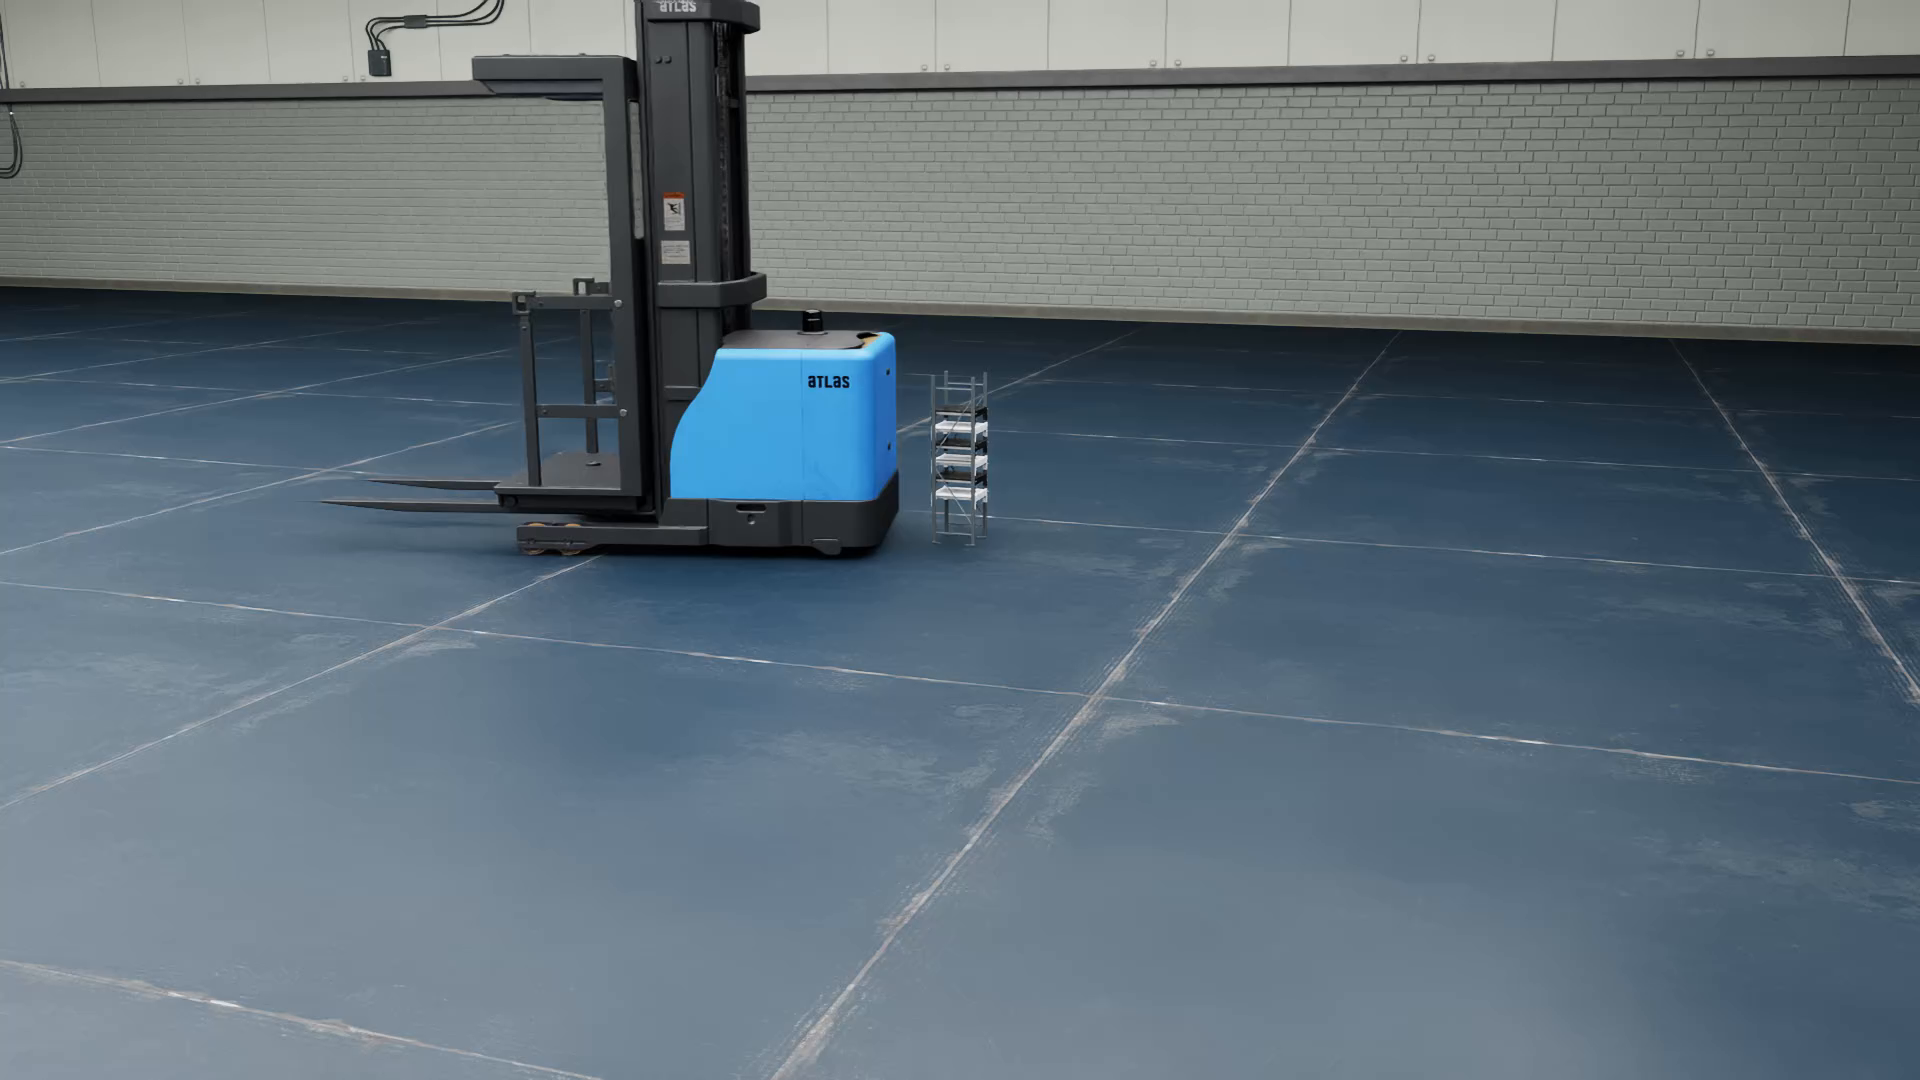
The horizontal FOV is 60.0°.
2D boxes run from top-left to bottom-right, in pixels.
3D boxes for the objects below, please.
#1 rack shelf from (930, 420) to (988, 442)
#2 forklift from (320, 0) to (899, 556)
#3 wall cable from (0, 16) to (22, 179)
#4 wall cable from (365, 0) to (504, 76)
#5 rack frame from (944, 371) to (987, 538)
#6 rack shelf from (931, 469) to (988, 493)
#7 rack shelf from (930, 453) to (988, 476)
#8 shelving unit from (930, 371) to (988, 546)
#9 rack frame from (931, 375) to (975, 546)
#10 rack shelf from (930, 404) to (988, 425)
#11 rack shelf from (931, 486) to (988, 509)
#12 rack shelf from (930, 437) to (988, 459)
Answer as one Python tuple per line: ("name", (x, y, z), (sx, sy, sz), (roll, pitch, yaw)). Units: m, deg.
("rack shelf", (-0.003, -0.580, 8.848), (0.258, 0.077, 0.200), (4, 14, 18))
("forklift", (-1.891, -1.464, 8.814), (3.031, 2.935, 1.130), (1, 13, 5))
("wall cable", (-16.407, -7.077, 26.749), (3.097, 2.526, 0.112), (4, 14, 18))
("wall cable", (-7.430, -9.562, 23.016), (2.305, 6.003, 0.169), (4, 14, 18))
("rack frame", (0.030, -0.458, 8.974), (0.240, 0.900, 0.006), (4, 14, 18))
("rack shelf", (-0.003, -0.317, 8.908), (0.258, 0.077, 0.200), (4, 14, 18))
("rack shelf", (-0.003, -0.405, 8.888), (0.258, 0.077, 0.200), (4, 14, 18))
("shelving unit", (-0.003, -0.437, 8.880), (0.258, 0.900, 0.210), (4, 14, 18))
("rack frame", (-0.036, -0.416, 8.787), (0.240, 0.900, 0.006), (4, 14, 18))
("rack shelf", (-0.003, -0.668, 8.828), (0.258, 0.077, 0.200), (4, 14, 18))
("rack shelf", (-0.003, -0.229, 8.928), (0.258, 0.077, 0.200), (4, 14, 18))
("rack shelf", (-0.003, -0.492, 8.868), (0.258, 0.077, 0.200), (4, 14, 18))
